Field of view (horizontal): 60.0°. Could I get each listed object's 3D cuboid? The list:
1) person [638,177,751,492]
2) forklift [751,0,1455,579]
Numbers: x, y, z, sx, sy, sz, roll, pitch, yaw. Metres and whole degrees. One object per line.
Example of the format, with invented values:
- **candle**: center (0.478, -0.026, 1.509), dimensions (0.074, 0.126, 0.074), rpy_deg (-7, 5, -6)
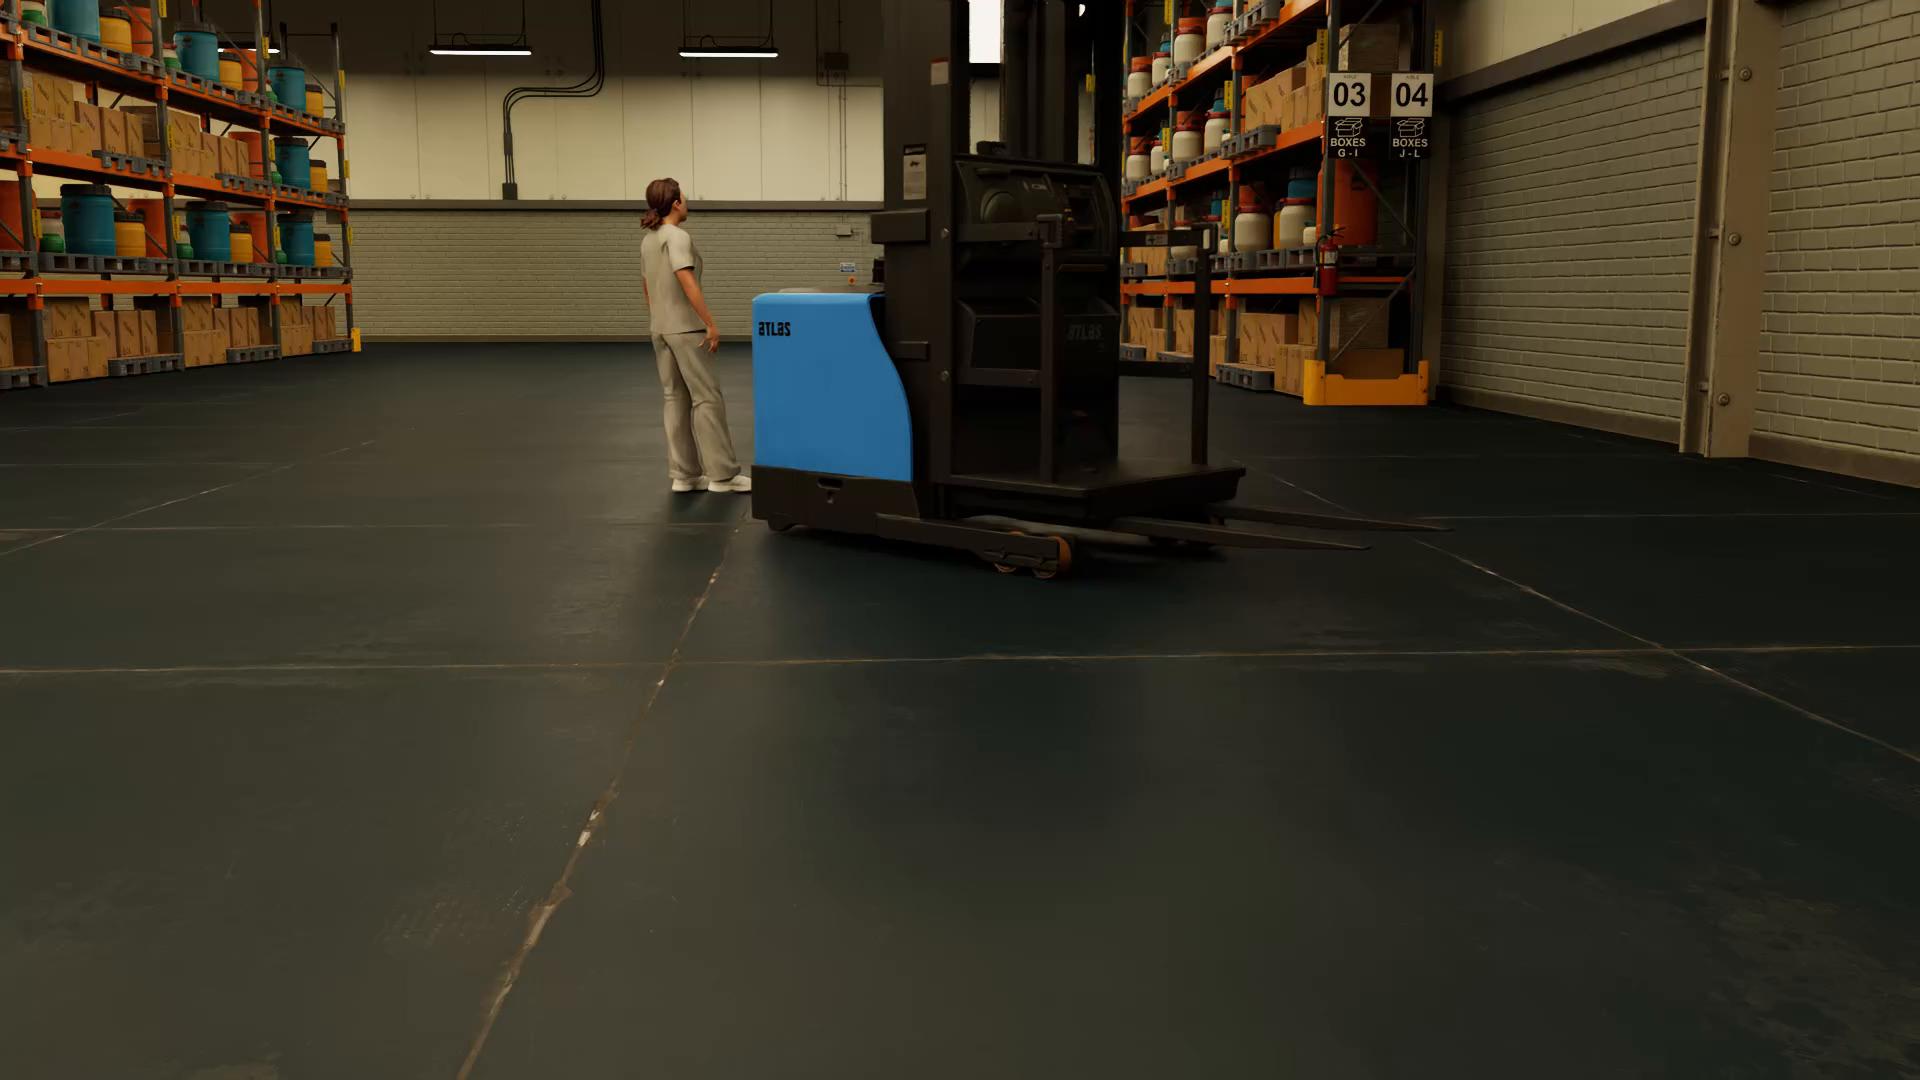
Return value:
- **person**: center (-1.446, -1.102, 8.986), dimensions (0.550, 1.675, 0.543), rpy_deg (-7, 11, -40)
- **forklift**: center (0.478, -1.388, 6.680), dimensions (3.031, 2.935, 1.130), rpy_deg (8, 11, 42)
